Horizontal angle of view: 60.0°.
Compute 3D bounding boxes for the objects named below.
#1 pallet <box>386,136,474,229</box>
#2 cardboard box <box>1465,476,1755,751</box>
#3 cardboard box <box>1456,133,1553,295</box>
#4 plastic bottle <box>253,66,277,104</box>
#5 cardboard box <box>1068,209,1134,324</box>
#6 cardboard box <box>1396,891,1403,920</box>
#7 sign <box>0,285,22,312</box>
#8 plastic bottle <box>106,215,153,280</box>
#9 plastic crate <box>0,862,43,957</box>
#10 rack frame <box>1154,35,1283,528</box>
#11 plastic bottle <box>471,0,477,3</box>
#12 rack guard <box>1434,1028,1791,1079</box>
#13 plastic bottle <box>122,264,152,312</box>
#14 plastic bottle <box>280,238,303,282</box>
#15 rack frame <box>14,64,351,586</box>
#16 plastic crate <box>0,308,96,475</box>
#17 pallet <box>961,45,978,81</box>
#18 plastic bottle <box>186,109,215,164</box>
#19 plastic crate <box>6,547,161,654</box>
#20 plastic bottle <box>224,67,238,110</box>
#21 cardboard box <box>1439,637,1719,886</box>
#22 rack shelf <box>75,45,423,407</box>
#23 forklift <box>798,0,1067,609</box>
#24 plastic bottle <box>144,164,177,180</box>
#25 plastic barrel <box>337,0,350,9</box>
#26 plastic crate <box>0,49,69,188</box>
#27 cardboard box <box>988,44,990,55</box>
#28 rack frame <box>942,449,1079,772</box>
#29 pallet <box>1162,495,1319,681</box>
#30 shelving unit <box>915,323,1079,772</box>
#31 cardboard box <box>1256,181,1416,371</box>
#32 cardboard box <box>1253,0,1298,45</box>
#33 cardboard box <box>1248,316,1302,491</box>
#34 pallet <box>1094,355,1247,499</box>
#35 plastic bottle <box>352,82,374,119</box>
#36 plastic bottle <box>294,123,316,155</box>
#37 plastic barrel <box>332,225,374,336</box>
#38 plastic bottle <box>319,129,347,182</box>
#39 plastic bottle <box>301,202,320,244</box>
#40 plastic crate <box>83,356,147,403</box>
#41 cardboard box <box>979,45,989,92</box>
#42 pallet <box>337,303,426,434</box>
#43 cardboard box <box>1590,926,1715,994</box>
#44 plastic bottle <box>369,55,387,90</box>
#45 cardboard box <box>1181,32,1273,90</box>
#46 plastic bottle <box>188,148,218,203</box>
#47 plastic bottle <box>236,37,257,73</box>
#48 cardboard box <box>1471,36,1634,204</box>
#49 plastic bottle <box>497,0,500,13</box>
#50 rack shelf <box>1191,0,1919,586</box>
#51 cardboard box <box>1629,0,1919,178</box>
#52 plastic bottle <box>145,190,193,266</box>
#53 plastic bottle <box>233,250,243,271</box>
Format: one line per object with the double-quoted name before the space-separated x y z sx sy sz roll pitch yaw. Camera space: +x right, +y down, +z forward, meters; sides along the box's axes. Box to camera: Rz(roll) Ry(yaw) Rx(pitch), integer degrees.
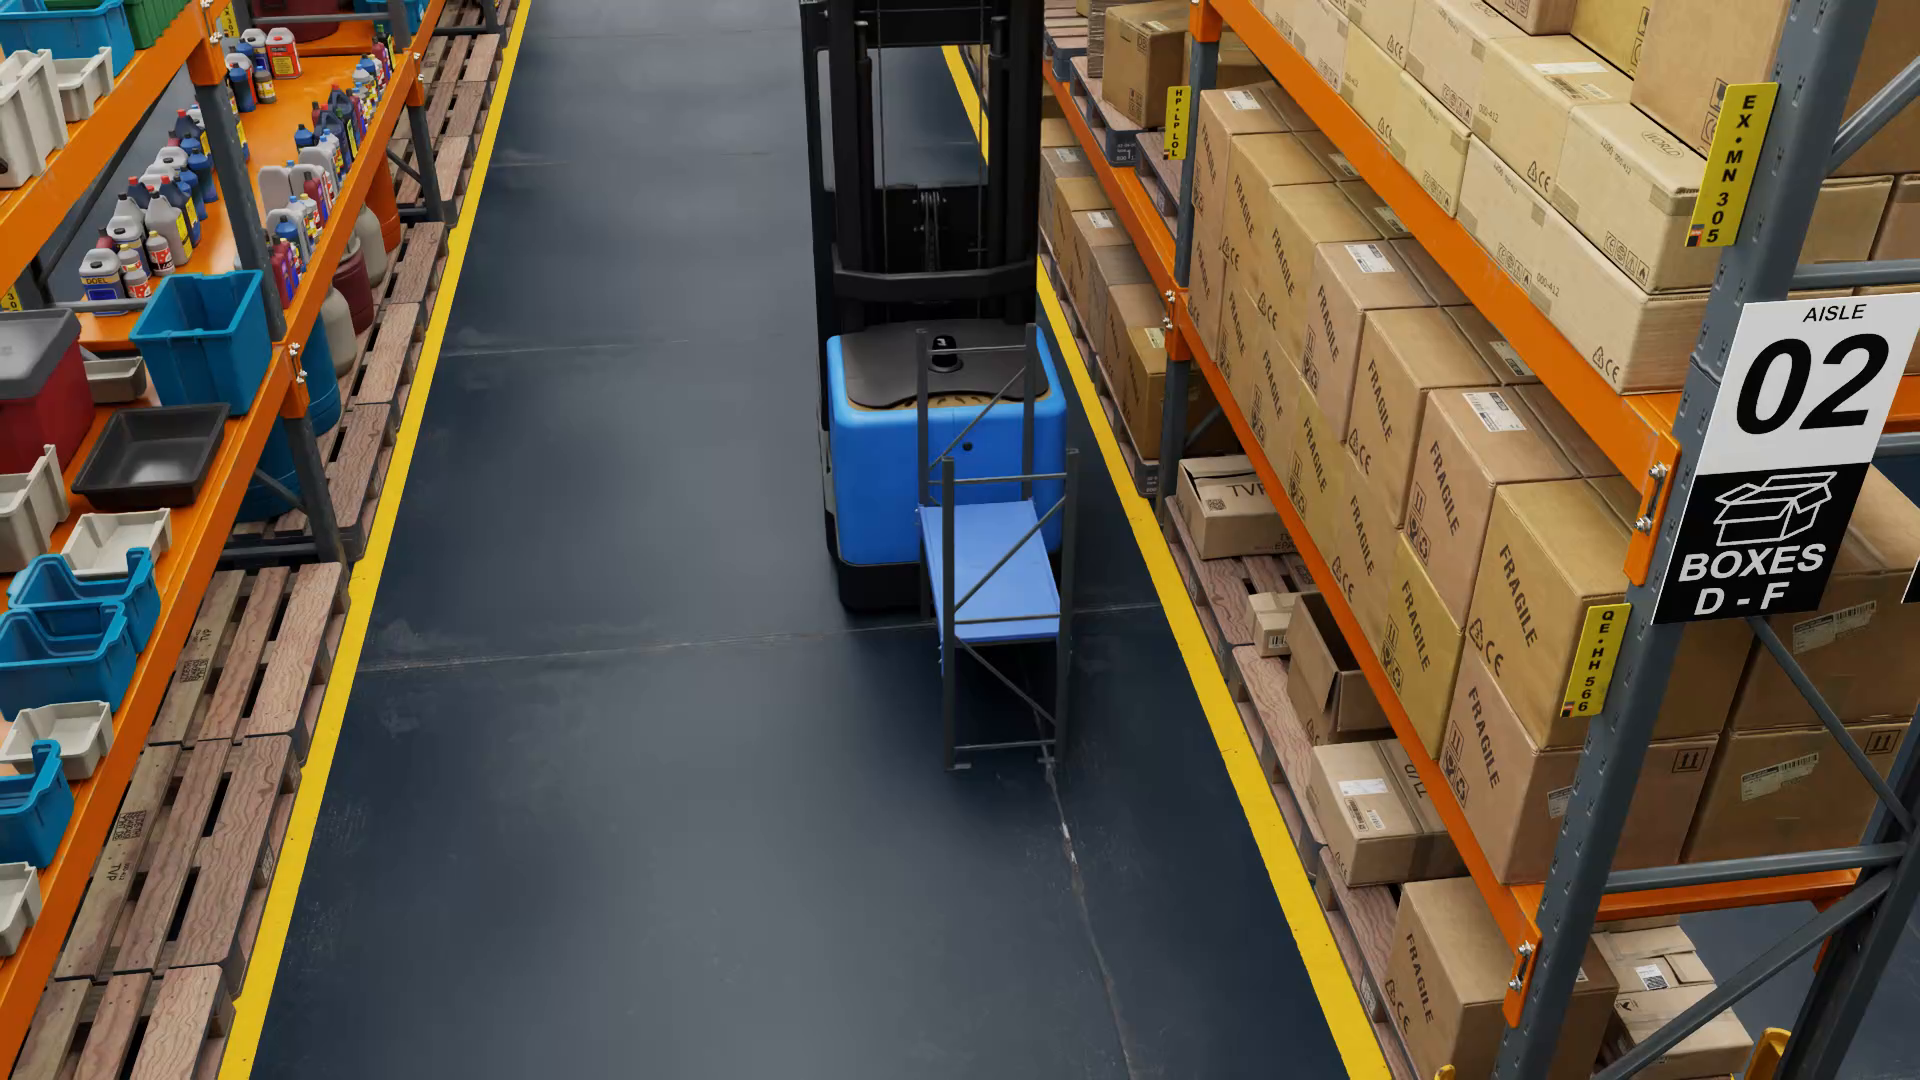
"pallet" -4.023 -2.513 11.750 1.003 0.211 1.213 -4 35 -6
"cardboard box" 1.695 0.179 4.347 0.500 0.500 0.500 -5 35 -7
"cardboard box" 1.641 -0.863 4.322 0.500 0.250 0.500 -4 35 -6
"plastic bottle" -4.036 -2.644 9.642 0.097 0.201 0.097 0 34 0
"cardboard box" 0.944 -1.613 9.783 0.500 0.500 0.500 -5 35 -8
"cardboard box" 1.745 1.333 5.756 0.380 0.166 0.250 -4 35 -6
"sign" -3.965 -1.072 6.913 0.100 0.325 0.005 -4 35 -6
"plastic bottle" -3.842 -1.346 7.672 0.152 0.276 0.135 -4 35 -6
"plastic crate" -2.549 0.970 4.343 0.250 0.136 0.298 -4 35 -6
"rack frame" 1.490 -1.371 7.598 1.000 3.000 0.127 -4 35 -6
"plastic bottle" -4.335 -5.020 14.915 0.144 0.351 0.185 -4 35 -6
"rack guard" 2.017 1.852 5.089 1.175 0.500 0.348 -4 35 -6
"plastic bottle" -3.671 -1.131 7.423 0.097 0.201 0.097 0 34 0
"plastic bottle" -3.097 -1.290 7.656 0.097 0.201 0.097 0 34 0
"rack frame" -3.419 -0.998 7.051 1.000 3.000 0.127 -4 35 -6
"plastic crate" -3.548 -0.532 6.257 0.402 0.464 0.583 -4 35 -6
"pallet" 0.552 -4.275 14.335 1.003 0.211 1.213 -4 35 -6
"plastic bottle" -4.033 -2.139 8.835 0.152 0.276 0.135 -4 35 -6
"plastic crate" -2.806 0.214 5.368 0.416 0.233 0.300 -4 35 -6
"plastic bottle" -4.184 -2.579 9.475 0.061 0.283 0.133 -4 35 -6
"cardboard box" 1.698 0.591 4.631 0.500 0.500 0.500 -3 34 -5
"rack shelf" -3.688 -1.817 8.891 1.077 0.370 4.000 -4 35 -6
"forklift" -0.196 -1.709 8.155 1.130 2.935 3.031 -4 34 -5
"plastic bottle" -3.928 -1.702 8.195 0.152 0.276 0.135 -4 35 -6
"plastic barrel" -4.307 -3.834 11.113 0.421 0.512 0.421 0 34 0
"plastic crate" -2.873 -1.217 4.813 0.437 0.282 0.530 -4 35 -6
"cardboard box" 0.496 -3.717 12.612 0.500 0.311 0.500 -5 35 -7
"rack frame" 0.184 0.310 6.463 0.500 1.500 0.032 -4 34 -5
"pallet" 1.581 0.165 7.821 1.003 0.211 1.213 -4 35 -6
"shelving unit" 0.126 0.026 6.880 0.538 1.500 1.048 -4 34 -5
"cardboard box" 1.413 -0.966 6.028 0.500 0.500 0.500 -5 35 -8
"cardboard box" 1.373 -1.979 5.960 0.500 0.250 0.500 -4 35 -6
"cardboard box" 1.425 -0.542 6.294 0.500 0.500 0.500 -5 35 -7
"pallet" 1.343 -0.670 9.045 1.003 0.211 1.213 -4 35 -6
"plastic bottle" -3.386 -2.488 9.414 0.097 0.201 0.097 0 34 0
"plastic bottle" -3.417 -2.043 8.698 0.097 0.271 0.097 0 34 0
"plastic barrel" -3.723 -1.505 9.563 0.600 0.588 0.708 -4 35 -6
"plastic bottle" -3.261 -1.999 8.634 0.097 0.271 0.097 0 34 0
"plastic bottle" -3.155 -1.528 8.005 0.097 0.201 0.097 0 34 0
"plastic crate" -3.498 -0.643 6.711 0.396 0.136 0.243 -4 35 -6
"cardboard box" 0.430 -3.771 13.188 0.500 0.250 0.500 -4 34 -5
"pallet" -3.649 -0.962 9.474 1.003 0.211 1.213 -4 35 -6
"cardboard box" 2.278 1.451 5.583 0.380 0.166 0.250 -4 35 -6
"plastic bottle" -3.452 -2.760 9.813 0.097 0.201 0.097 0 34 0
"cardboard box" 1.492 -2.246 8.421 0.700 0.500 0.500 1 34 1
"plastic bottle" -3.838 -1.850 8.415 0.097 0.271 0.097 0 34 0
"plastic bottle" -4.231 -2.844 9.874 0.097 0.271 0.097 0 34 0
"cardboard box" 1.638 -1.069 4.181 0.500 0.250 0.500 -4 35 -6
"plastic bottle" -4.117 -4.755 14.658 0.097 0.201 0.097 0 34 0
"rack shelf" 1.759 -1.197 5.318 1.077 0.370 4.000 -4 35 -6
"cardboard box" 1.942 -1.118 3.587 0.700 0.500 0.500 -4 35 -6
"plastic bottle" -3.724 -1.477 7.797 0.144 0.351 0.185 -4 35 -6
"plastic bottle" -3.151 -1.221 7.422 0.144 0.351 0.185 -4 35 -6
